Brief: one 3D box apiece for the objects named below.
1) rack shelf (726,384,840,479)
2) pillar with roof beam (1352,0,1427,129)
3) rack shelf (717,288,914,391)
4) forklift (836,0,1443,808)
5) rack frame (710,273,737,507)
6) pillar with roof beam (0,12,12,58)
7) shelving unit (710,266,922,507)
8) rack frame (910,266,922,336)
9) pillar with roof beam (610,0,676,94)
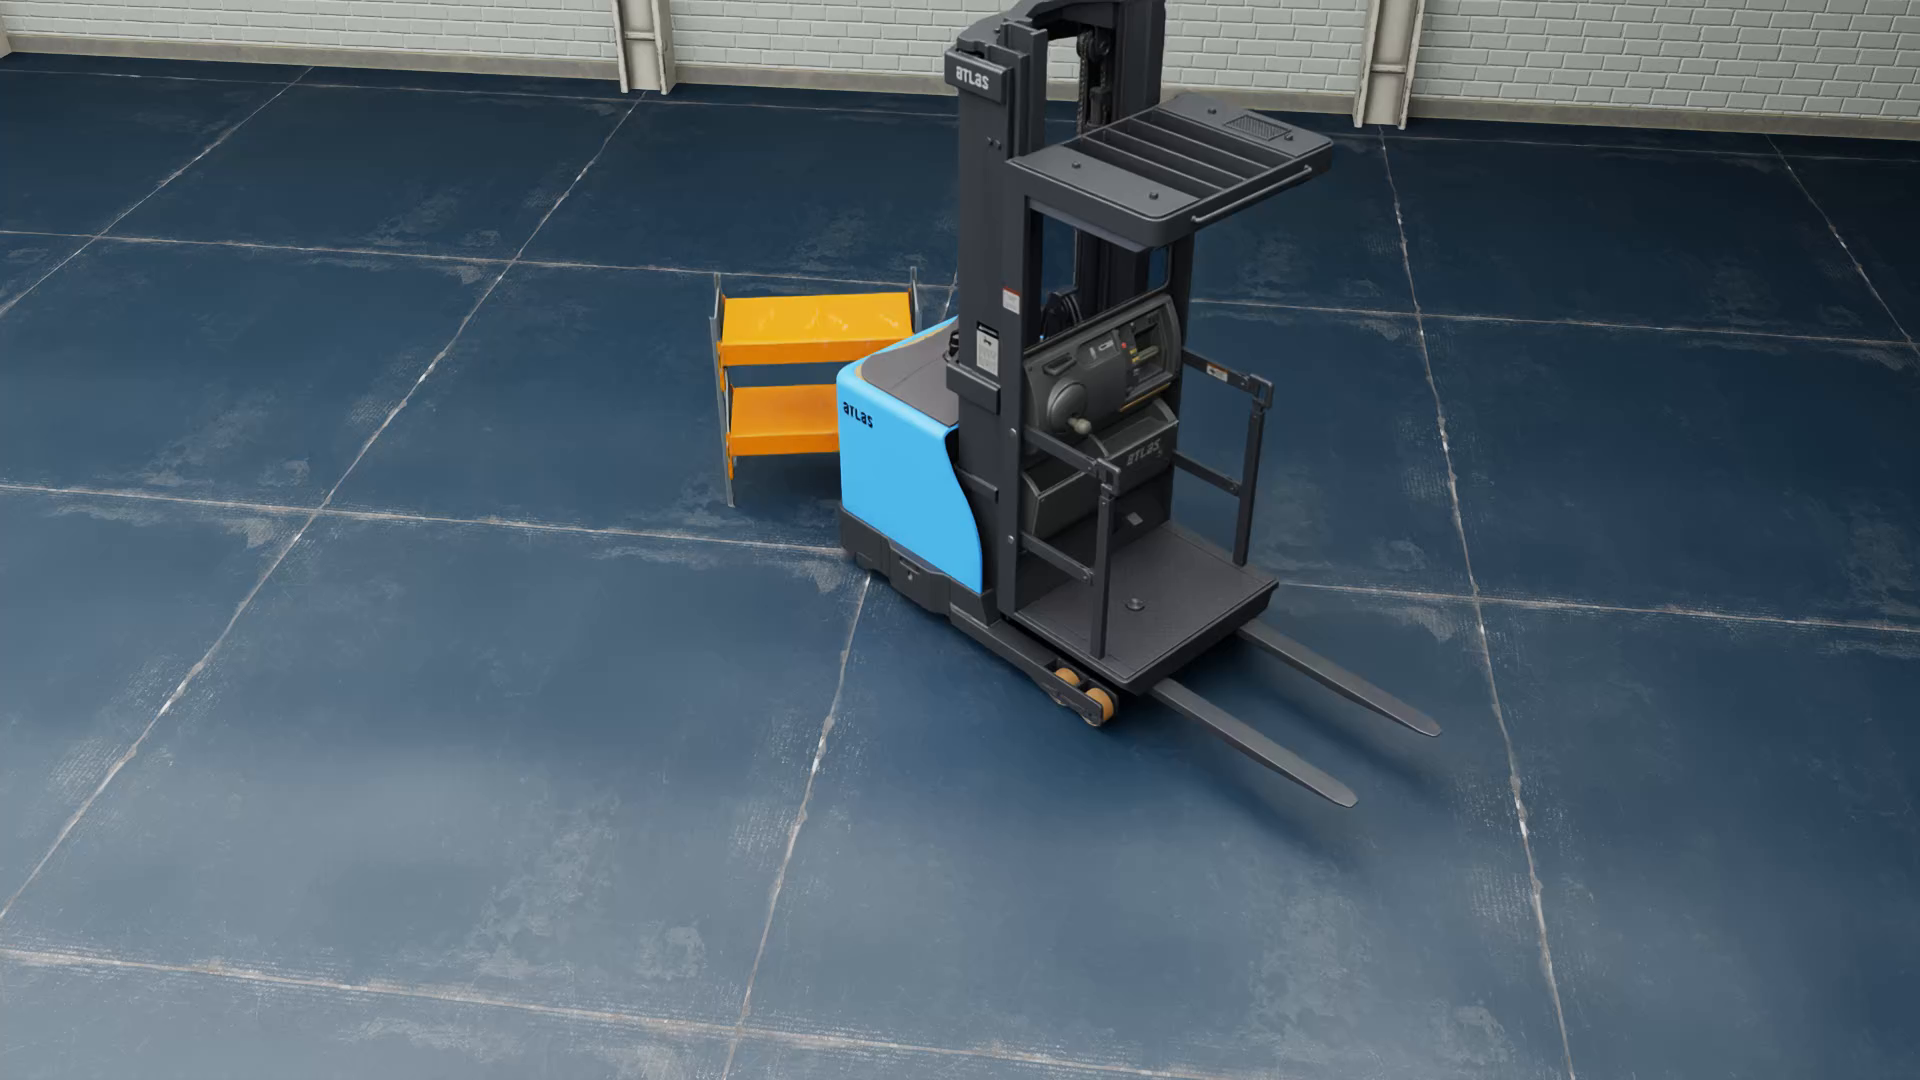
[{"bbox_3d":[-0.732,-0.603,8.905,1.000,0.278,0.538,-2,36,-3],"label":"rack shelf"},{"bbox_3d":[2.802,-4.535,7.215,0.400,9.000,9.100,4,36,6],"label":"pillar with roof beam"},{"bbox_3d":[-0.732,-1.041,8.593,1.000,0.278,0.538,-2,36,-3],"label":"rack shelf"},{"bbox_3d":[0.774,-0.701,7.067,1.130,2.935,3.031,-29,45,-34],"label":"forklift"},{"bbox_3d":[-1.239,-0.780,8.732,0.032,1.125,0.500,-2,36,-3],"label":"rack frame"},{"bbox_3d":[-9.101,-5.423,8.459,0.400,9.000,9.100,4,36,6],"label":"pillar with roof beam"},{"bbox_3d":[-0.732,-0.803,8.763,1.048,1.125,0.538,-2,36,-3],"label":"shelving unit"},{"bbox_3d":[-0.225,-0.825,8.794,0.032,1.125,0.500,-2,36,-3],"label":"rack frame"},{"bbox_3d":[-3.150,-4.979,7.837,0.400,9.000,9.100,4,36,6],"label":"pillar with roof beam"}]
